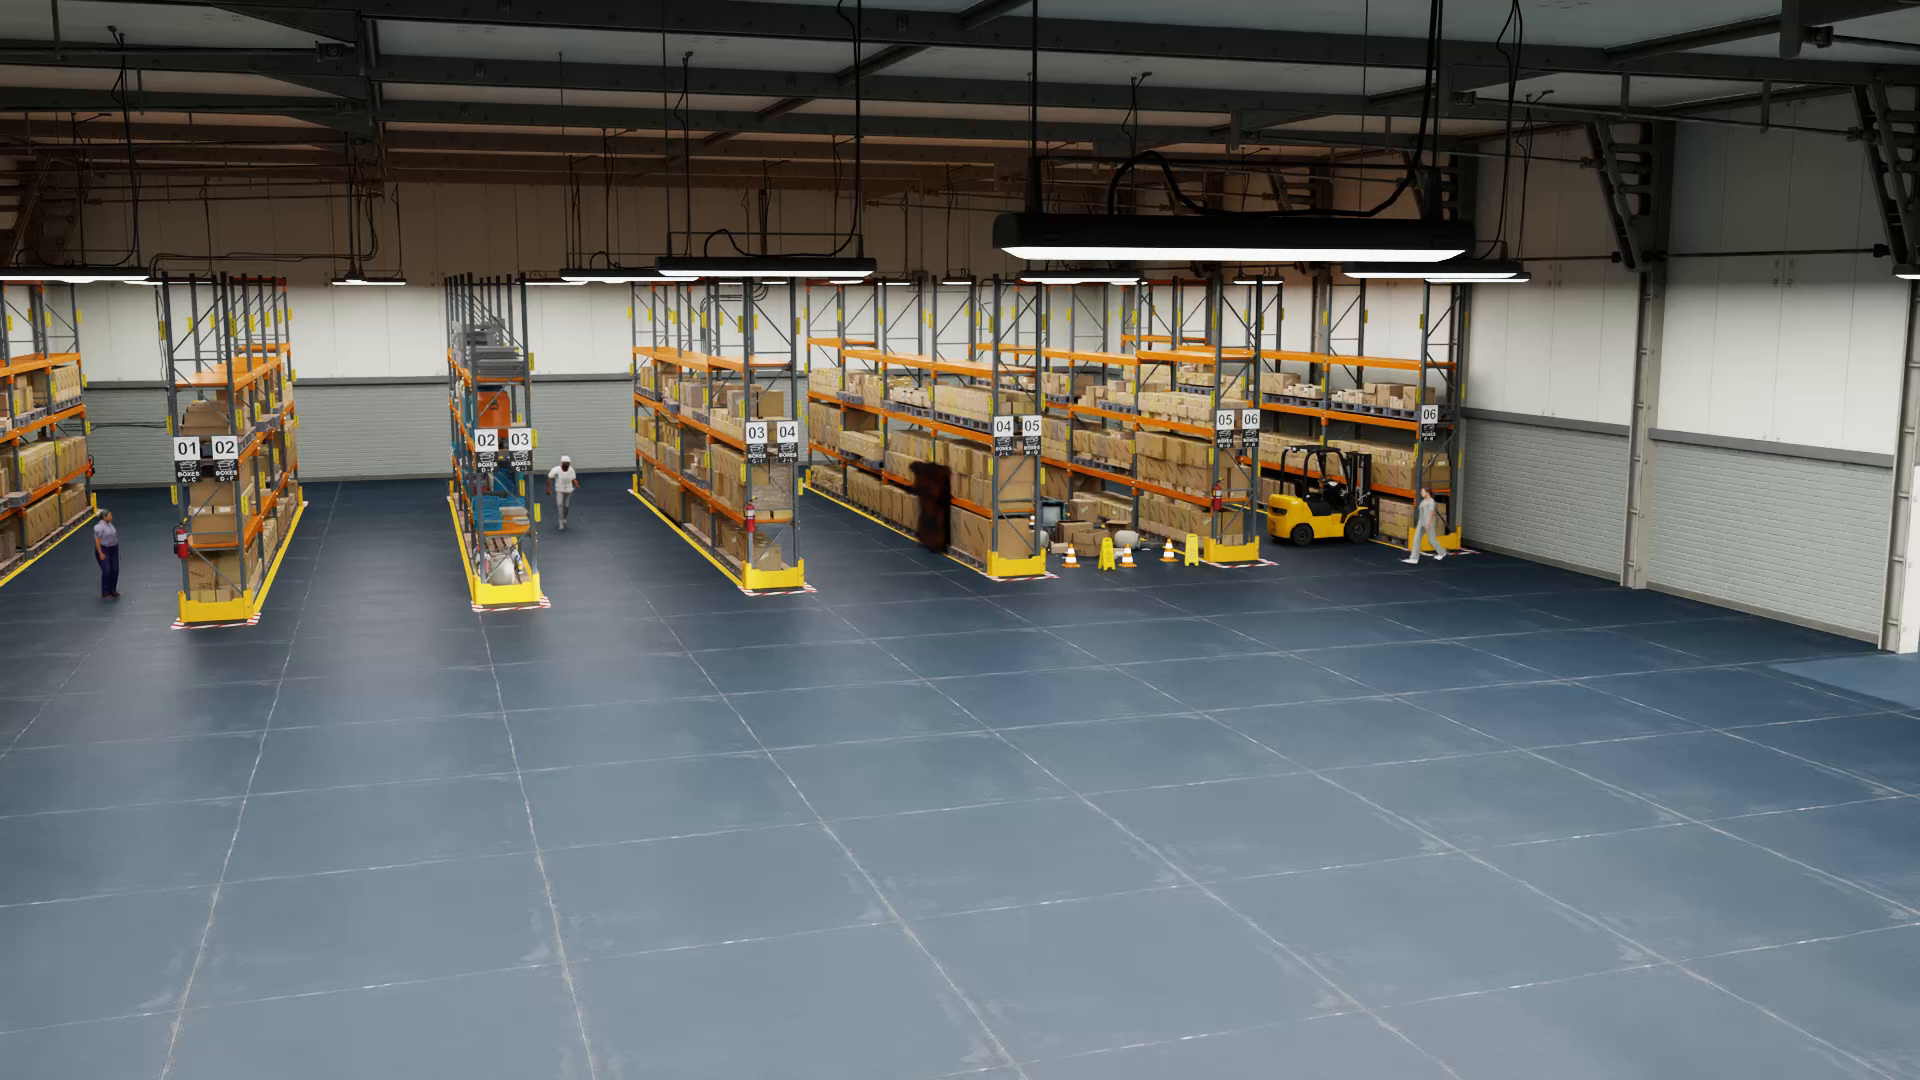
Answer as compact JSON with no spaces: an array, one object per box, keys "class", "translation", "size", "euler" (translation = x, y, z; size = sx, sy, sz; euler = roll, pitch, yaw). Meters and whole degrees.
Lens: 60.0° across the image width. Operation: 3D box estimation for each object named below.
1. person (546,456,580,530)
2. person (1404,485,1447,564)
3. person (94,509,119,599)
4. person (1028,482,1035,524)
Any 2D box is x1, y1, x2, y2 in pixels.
[{"class":"person","translation":[-9.597,-1.170,40.213],"size":[0.778,1.735,0.992],"euler":[-3,9,-17]},{"class":"person","translation":[9.795,-0.328,34.808],"size":[0.987,1.644,0.429],"euler":[-5,10,-32]},{"class":"person","translation":[-15.923,0.274,31.095],"size":[0.431,1.704,0.510],"euler":[3,9,21]},{"class":"person","translation":[1.643,-1.179,40.347],"size":[0.393,1.673,0.478],"euler":[-2,9,-15]}]
